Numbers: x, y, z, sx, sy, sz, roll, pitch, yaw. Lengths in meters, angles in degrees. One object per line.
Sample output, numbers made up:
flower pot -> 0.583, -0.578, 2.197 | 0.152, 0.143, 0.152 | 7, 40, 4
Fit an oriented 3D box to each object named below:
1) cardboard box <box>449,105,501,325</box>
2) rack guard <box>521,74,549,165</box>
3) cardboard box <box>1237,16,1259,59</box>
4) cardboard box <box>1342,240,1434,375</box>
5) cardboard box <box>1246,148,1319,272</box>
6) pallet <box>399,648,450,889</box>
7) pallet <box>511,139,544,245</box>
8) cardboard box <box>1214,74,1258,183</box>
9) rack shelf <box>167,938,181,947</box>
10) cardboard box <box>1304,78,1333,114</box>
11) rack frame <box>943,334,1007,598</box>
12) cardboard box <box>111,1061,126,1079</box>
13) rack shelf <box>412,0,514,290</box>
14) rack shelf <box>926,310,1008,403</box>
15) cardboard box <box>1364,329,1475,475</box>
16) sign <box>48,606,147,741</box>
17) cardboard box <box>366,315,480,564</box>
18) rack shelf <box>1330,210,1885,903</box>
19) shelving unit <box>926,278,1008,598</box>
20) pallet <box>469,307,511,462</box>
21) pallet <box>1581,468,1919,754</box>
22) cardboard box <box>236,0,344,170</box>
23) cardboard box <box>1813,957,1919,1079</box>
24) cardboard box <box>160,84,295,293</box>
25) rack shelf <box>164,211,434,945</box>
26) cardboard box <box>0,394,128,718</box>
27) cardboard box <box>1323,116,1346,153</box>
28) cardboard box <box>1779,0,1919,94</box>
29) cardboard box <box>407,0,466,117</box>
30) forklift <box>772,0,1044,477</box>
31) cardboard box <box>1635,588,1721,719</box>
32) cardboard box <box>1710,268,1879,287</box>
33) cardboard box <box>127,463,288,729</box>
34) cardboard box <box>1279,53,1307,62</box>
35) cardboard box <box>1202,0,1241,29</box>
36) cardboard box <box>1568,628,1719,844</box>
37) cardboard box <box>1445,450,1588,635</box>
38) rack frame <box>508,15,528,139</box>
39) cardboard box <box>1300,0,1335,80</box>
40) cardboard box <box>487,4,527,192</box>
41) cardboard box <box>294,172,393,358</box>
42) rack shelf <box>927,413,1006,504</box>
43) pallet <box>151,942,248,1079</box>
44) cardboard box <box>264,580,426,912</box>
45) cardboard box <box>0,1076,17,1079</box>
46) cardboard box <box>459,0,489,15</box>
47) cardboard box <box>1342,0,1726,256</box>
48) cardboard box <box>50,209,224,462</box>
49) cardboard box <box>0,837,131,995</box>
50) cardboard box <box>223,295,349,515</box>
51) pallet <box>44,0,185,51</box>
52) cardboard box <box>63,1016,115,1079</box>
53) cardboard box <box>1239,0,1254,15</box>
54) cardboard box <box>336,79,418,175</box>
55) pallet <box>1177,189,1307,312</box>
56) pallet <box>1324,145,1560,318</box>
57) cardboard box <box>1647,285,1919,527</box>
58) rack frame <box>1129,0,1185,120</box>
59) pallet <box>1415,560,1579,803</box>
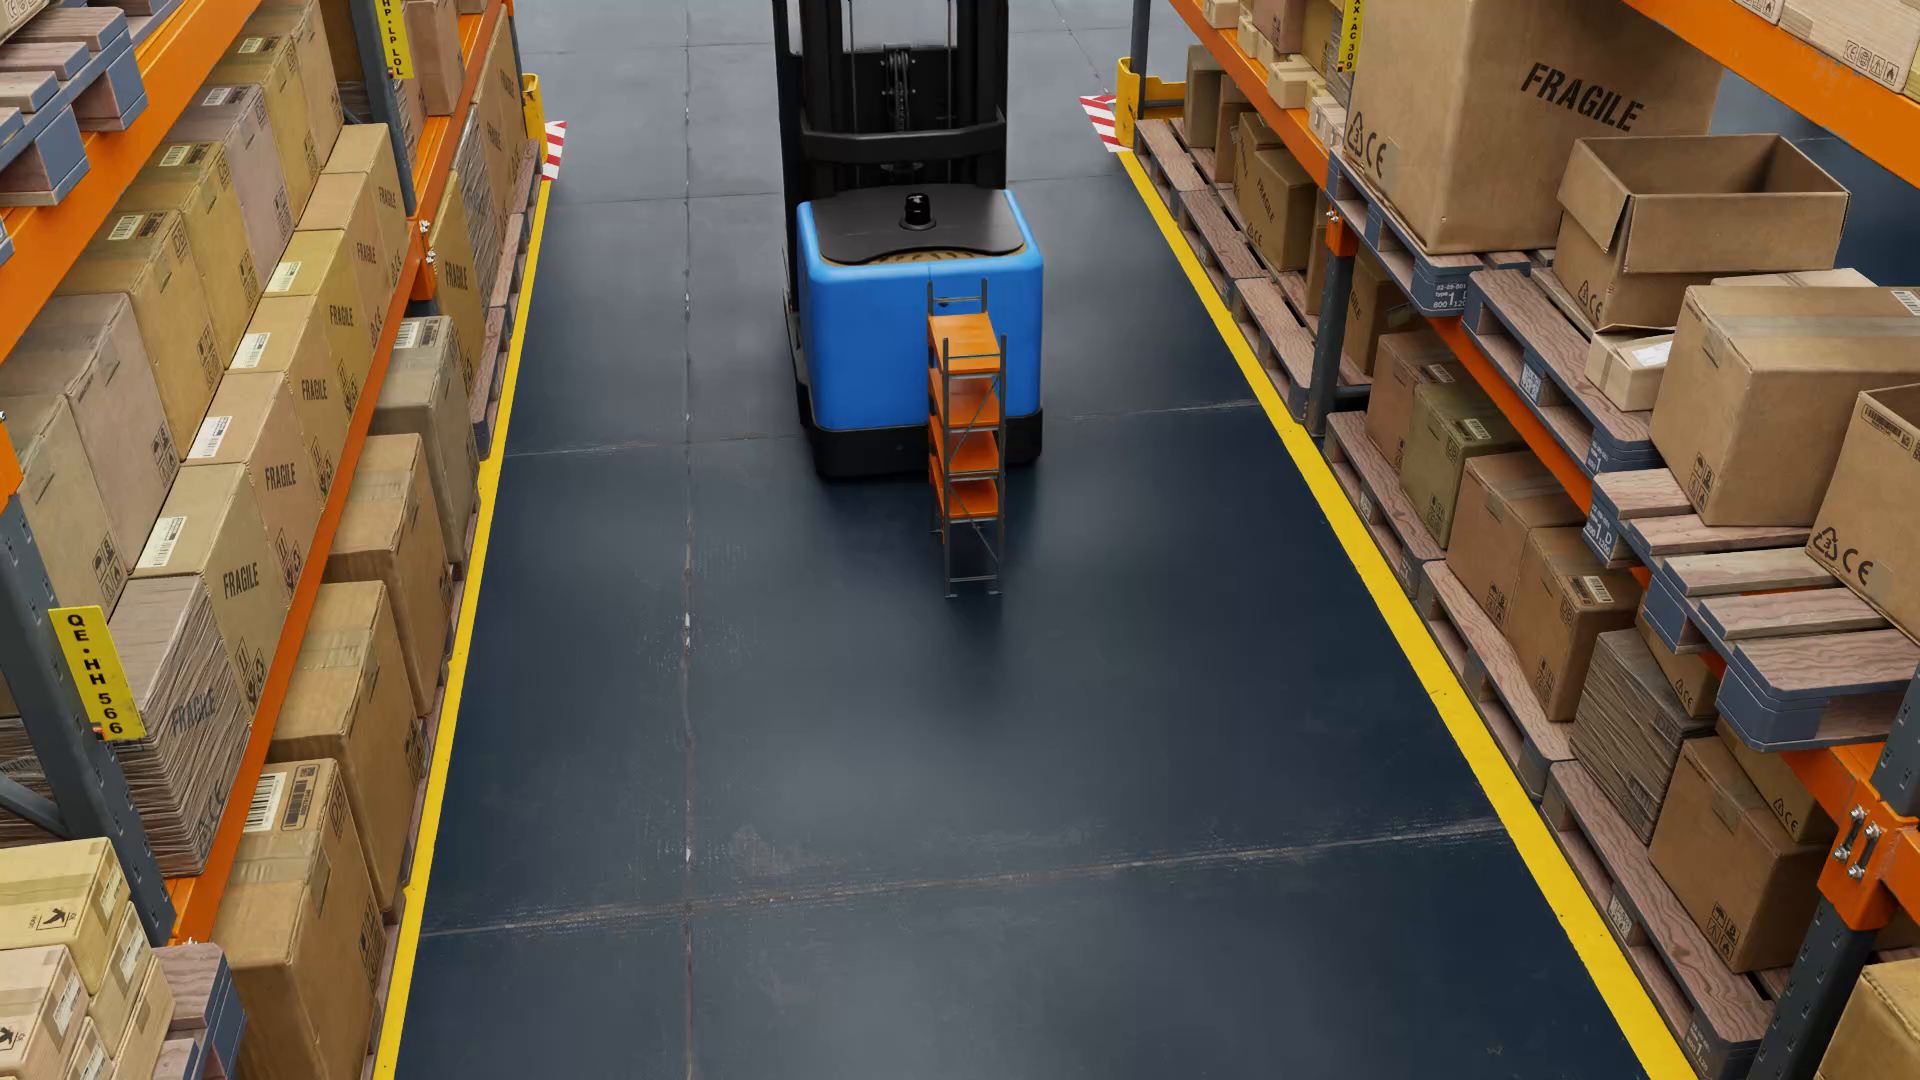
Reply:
cardboard box -> -2.897, -1.631, 8.493 | 0.875, 0.875, 0.875 | -4, 34, -6
rack guard -> -3.298, -2.689, 10.752 | 1.175, 0.500, 0.348 | -4, 35, -6
cardboard box -> 1.664, -2.628, 8.665 | 0.380, 0.149, 0.250 | -4, 35, -6
cardboard box -> 2.157, -1.162, 8.139 | 0.500, 0.500, 0.500 | -5, 35, -8
cardboard box -> 1.911, -1.822, 9.107 | 0.500, 0.500, 0.500 | -7, 35, -11
pallet -> -2.411, 0.783, 5.913 | 1.003, 0.211, 1.213 | -4, 35, -6
pallet -> -3.110, -2.116, 10.167 | 1.003, 0.211, 1.213 | -4, 35, -6
cardboard box -> 1.815, -2.488, 10.083 | 0.500, 0.500, 0.500 | 4, 35, 6
rack shelf -> -1.950, 2.169, 2.042 | 1.077, 0.370, 4.000 | -4, 35, -6
cardboard box -> 1.853, -2.074, 7.853 | 0.380, 0.149, 0.250 | -4, 35, -6
rack frame -> 0.055, -0.267, 6.577 | 0.240, 1.200, 0.015 | -4, 35, -6
cardboard box -> -1.666, 1.065, 2.873 | 0.380, 0.149, 0.250 | -4, 35, -7
rack shelf -> -3.026, -2.295, 8.593 | 1.077, 0.370, 4.000 | -4, 35, -6
rack shelf -> 0.022, -0.728, 6.555 | 0.258, 0.148, 0.480 | -4, 35, -6
cardboard box -> 2.233, -0.600, 7.296 | 0.700, 0.500, 0.500 | -7, 35, -10
sign -> -1.683, 0.264, 3.242 | 0.100, 0.325, 0.005 | -4, 35, -6
cardboard box -> -2.584, -0.381, 6.770 | 1.050, 0.750, 0.750 | -5, 35, -7
rack shelf -> 2.440, -0.382, 5.786 | 1.077, 0.370, 4.000 | -4, 35, -6
shelving unit -> 0.022, -0.403, 6.777 | 0.258, 1.200, 0.503 | -4, 35, -6
pallet -> -2.782, -0.754, 8.169 | 1.003, 0.211, 1.213 | -4, 35, -6
pallet -> 2.508, 0.126, 4.572 | 1.213, 0.211, 1.003 | -4, 35, -6
cardboard box -> -2.684, -1.654, 6.037 | 0.700, 0.500, 0.500 | -5, 35, -7
cardboard box -> 2.782, 1.528, 3.859 | 1.225, 0.875, 0.875 | -6, 35, -9
cardboard box -> -2.546, -1.085, 5.202 | 0.700, 0.500, 0.500 | -4, 34, -6
rack shelf -> -2.488, -0.063, 5.318 | 1.077, 0.370, 4.000 | -4, 35, -6
cardboard box -> -2.270, 0.050, 3.536 | 0.700, 0.500, 0.500 | -5, 35, -7
cardboard box -> 1.851, -1.789, 7.435 | 0.380, 0.149, 0.250 | -4, 35, -6
cardboard box -> 2.322, -1.264, 3.910 | 0.500, 0.250, 0.500 | -4, 35, -7
cardboard box -> -2.871, -2.359, 7.914 | 0.875, 0.550, 0.550 | -4, 35, -6
forklift -> -0.356, -2.317, 8.047 | 1.130, 2.935, 3.031 | -5, 35, -7
cardboard box -> 2.508, 0.311, 5.293 | 0.500, 0.250, 0.500 | -1, 34, -1
cardboard box -> 2.712, -0.628, 5.268 | 0.500, 0.250, 0.500 | -5, 35, -8
cardboard box -> -2.083, 0.160, 4.263 | 0.500, 0.500, 0.500 | -5, 35, -7
cardboard box -> 1.806, -2.354, 8.264 | 0.380, 0.149, 0.250 | -4, 35, -6
cardboard box -> 1.541, -2.902, 9.068 | 0.380, 0.149, 0.250 | -4, 35, -6
cardboard box -> 2.512, 0.607, 5.525 | 0.700, 0.500, 0.500 | -7, 35, -10
cardboard box -> 2.354, -0.020, 6.445 | 0.700, 0.500, 0.500 | -7, 35, -10
rack frame -> -3.295, -3.708, 10.028 | 1.000, 3.000, 0.127 | -4, 35, -6
cardboard box -> 2.140, -2.497, 7.898 | 0.875, 0.500, 0.500 | -4, 35, -6
cardboard box -> -3.138, -2.631, 9.960 | 0.875, 0.875, 0.875 | -4, 34, -6
cardboard box -> -2.354, -0.965, 5.913 | 0.500, 0.500, 0.500 | -5, 35, -7
rack shelf -> 0.022, -0.348, 6.814 | 0.258, 0.148, 0.480 | -4, 35, -6
pallet -> -2.018, 1.225, 2.960 | 1.213, 0.211, 1.003 | -4, 35, -6
cardboard box -> -2.333, 0.678, 5.217 | 1.050, 0.750, 0.750 | -4, 34, -6
cardboard box -> -1.632, 0.965, 2.492 | 0.380, 0.149, 0.250 | -3, 34, -5
cardboard box -> -3.105, -3.262, 9.239 | 0.875, 0.550, 0.550 | -4, 35, -6
cardboard box -> 2.140, -1.763, 6.268 | 1.000, 1.000, 1.000 | -4, 34, -6
cardboard box -> -2.410, -0.518, 4.370 | 0.700, 0.500, 0.500 | -5, 35, -7
cardboard box -> -1.699, 0.679, 2.912 | 0.380, 0.149, 0.250 | -6, 35, -8
cardboard box -> -2.215, -0.400, 5.084 | 0.500, 0.500, 0.500 | -5, 35, -7
pallet -> -2.512, -1.385, 4.123 | 1.003, 0.211, 1.213 | -3, 34, -4
cardboard box -> -1.664, 0.953, 2.774 | 0.380, 0.149, 0.250 | -3, 34, -5
cardboard box -> 1.947, -3.051, 8.710 | 0.875, 0.500, 0.500 | -4, 35, -6
cardboard box -> -2.818, -1.743, 7.011 | 0.875, 0.550, 0.550 | -4, 35, -6
pallet -> 1.879, -1.698, 9.554 | 1.003, 0.211, 1.213 | -4, 35, -6
pallet -> 2.130, -1.279, 6.633 | 1.003, 0.211, 1.213 | -4, 35, -6
cardboard box -> 2.423, -0.381, 4.683 | 0.700, 0.500, 0.500 | 0, 34, 1
rack frame -> 1.634, -4.028, 10.497 | 1.000, 3.000, 0.127 | -4, 35, -6
pallet -> 2.445, 0.473, 6.368 | 1.003, 0.211, 1.213 | -4, 35, -6
